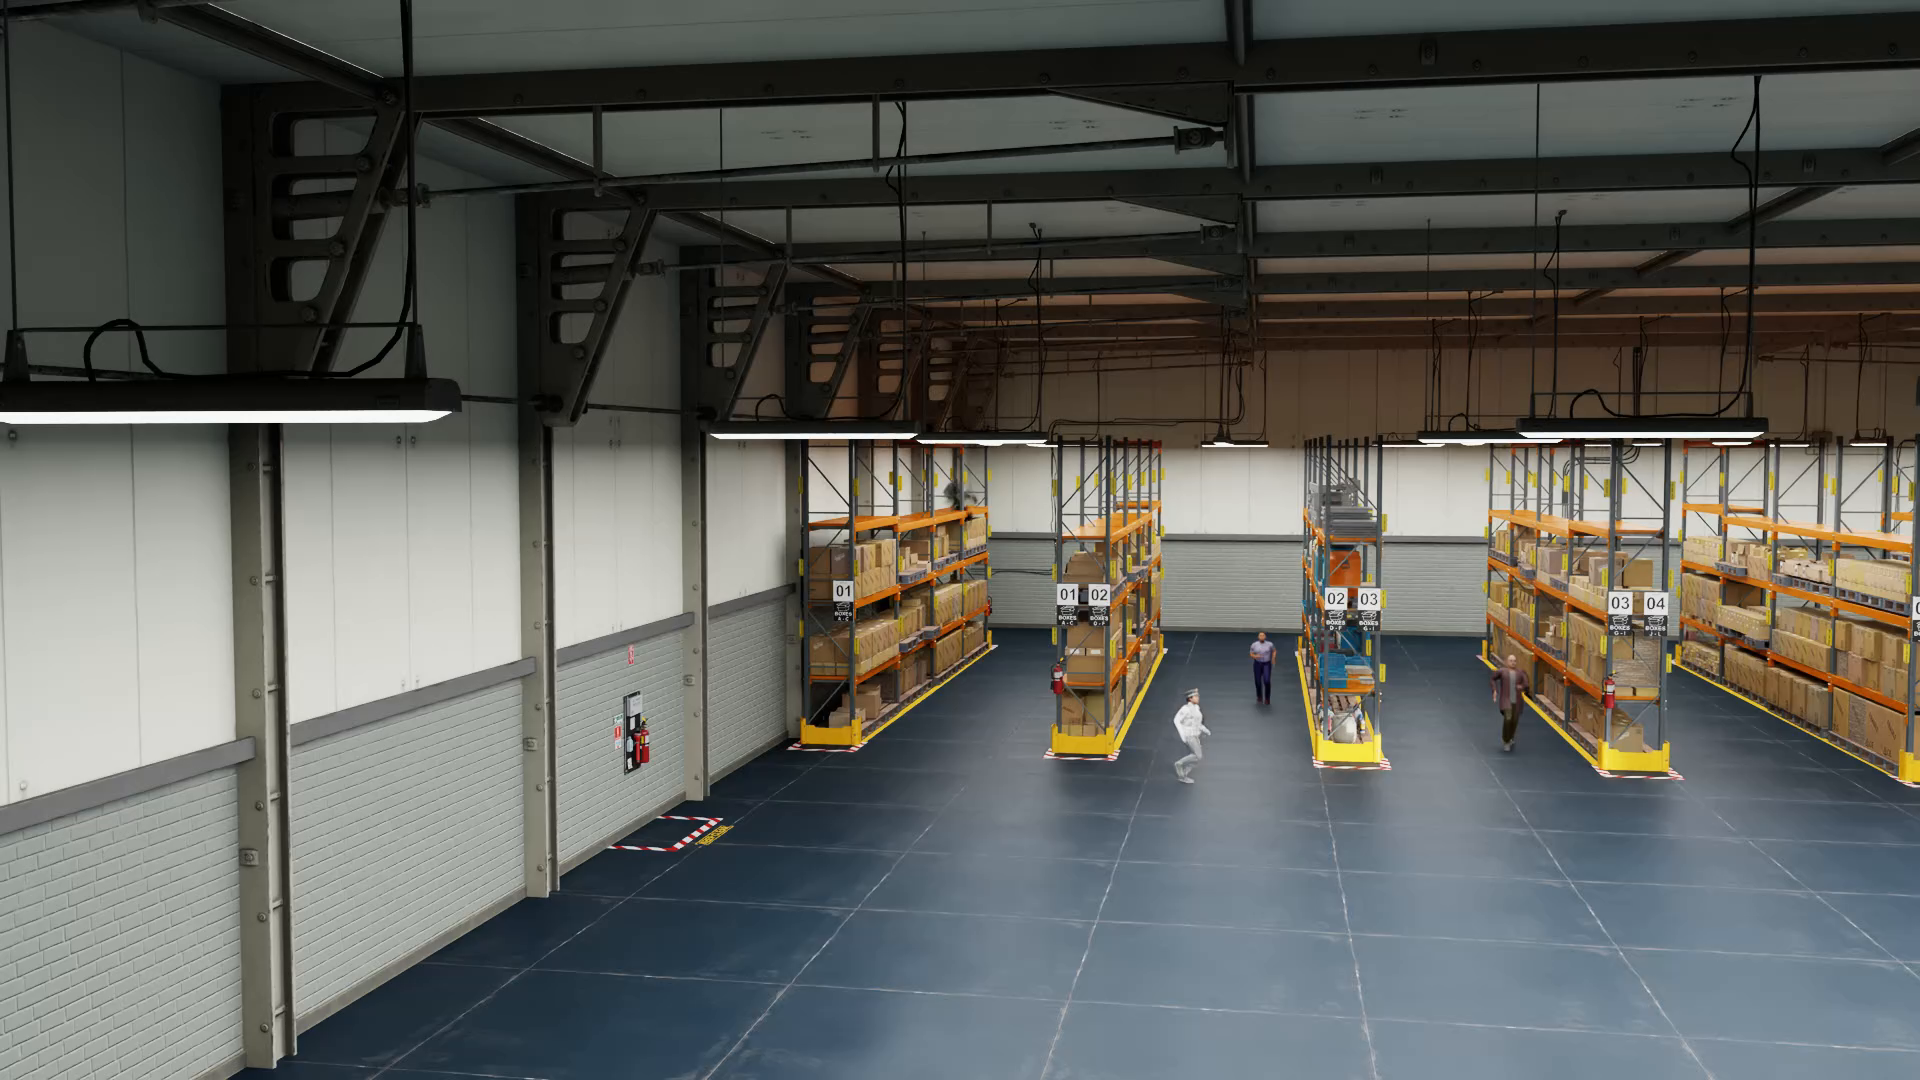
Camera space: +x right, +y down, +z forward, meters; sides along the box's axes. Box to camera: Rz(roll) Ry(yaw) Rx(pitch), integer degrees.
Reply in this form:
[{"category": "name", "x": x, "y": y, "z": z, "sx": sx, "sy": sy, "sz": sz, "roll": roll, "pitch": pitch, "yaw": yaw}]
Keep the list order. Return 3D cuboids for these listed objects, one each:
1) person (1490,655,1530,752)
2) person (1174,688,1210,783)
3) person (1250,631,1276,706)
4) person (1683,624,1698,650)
[{"category": "person", "x": 10.527, "y": 3.123, "z": 31.774, "sx": 0.673, "sy": 1.845, "sz": 0.819, "roll": 0, "pitch": 3, "yaw": 3}, {"category": "person", "x": 3.994, "y": 3.361, "z": 28.526, "sx": 0.575, "sy": 1.638, "sz": 0.603, "roll": 2, "pitch": 4, "yaw": 37}, {"category": "person", "x": 6.803, "y": 2.889, "z": 37.380, "sx": 0.576, "sy": 1.694, "sz": 0.716, "roll": 1, "pitch": 3, "yaw": 14}, {"category": "person", "x": 20.053, "y": 2.469, "z": 45.402, "sx": 0.803, "sy": 1.664, "sz": 0.615, "roll": 0, "pitch": 3, "yaw": 5}]
